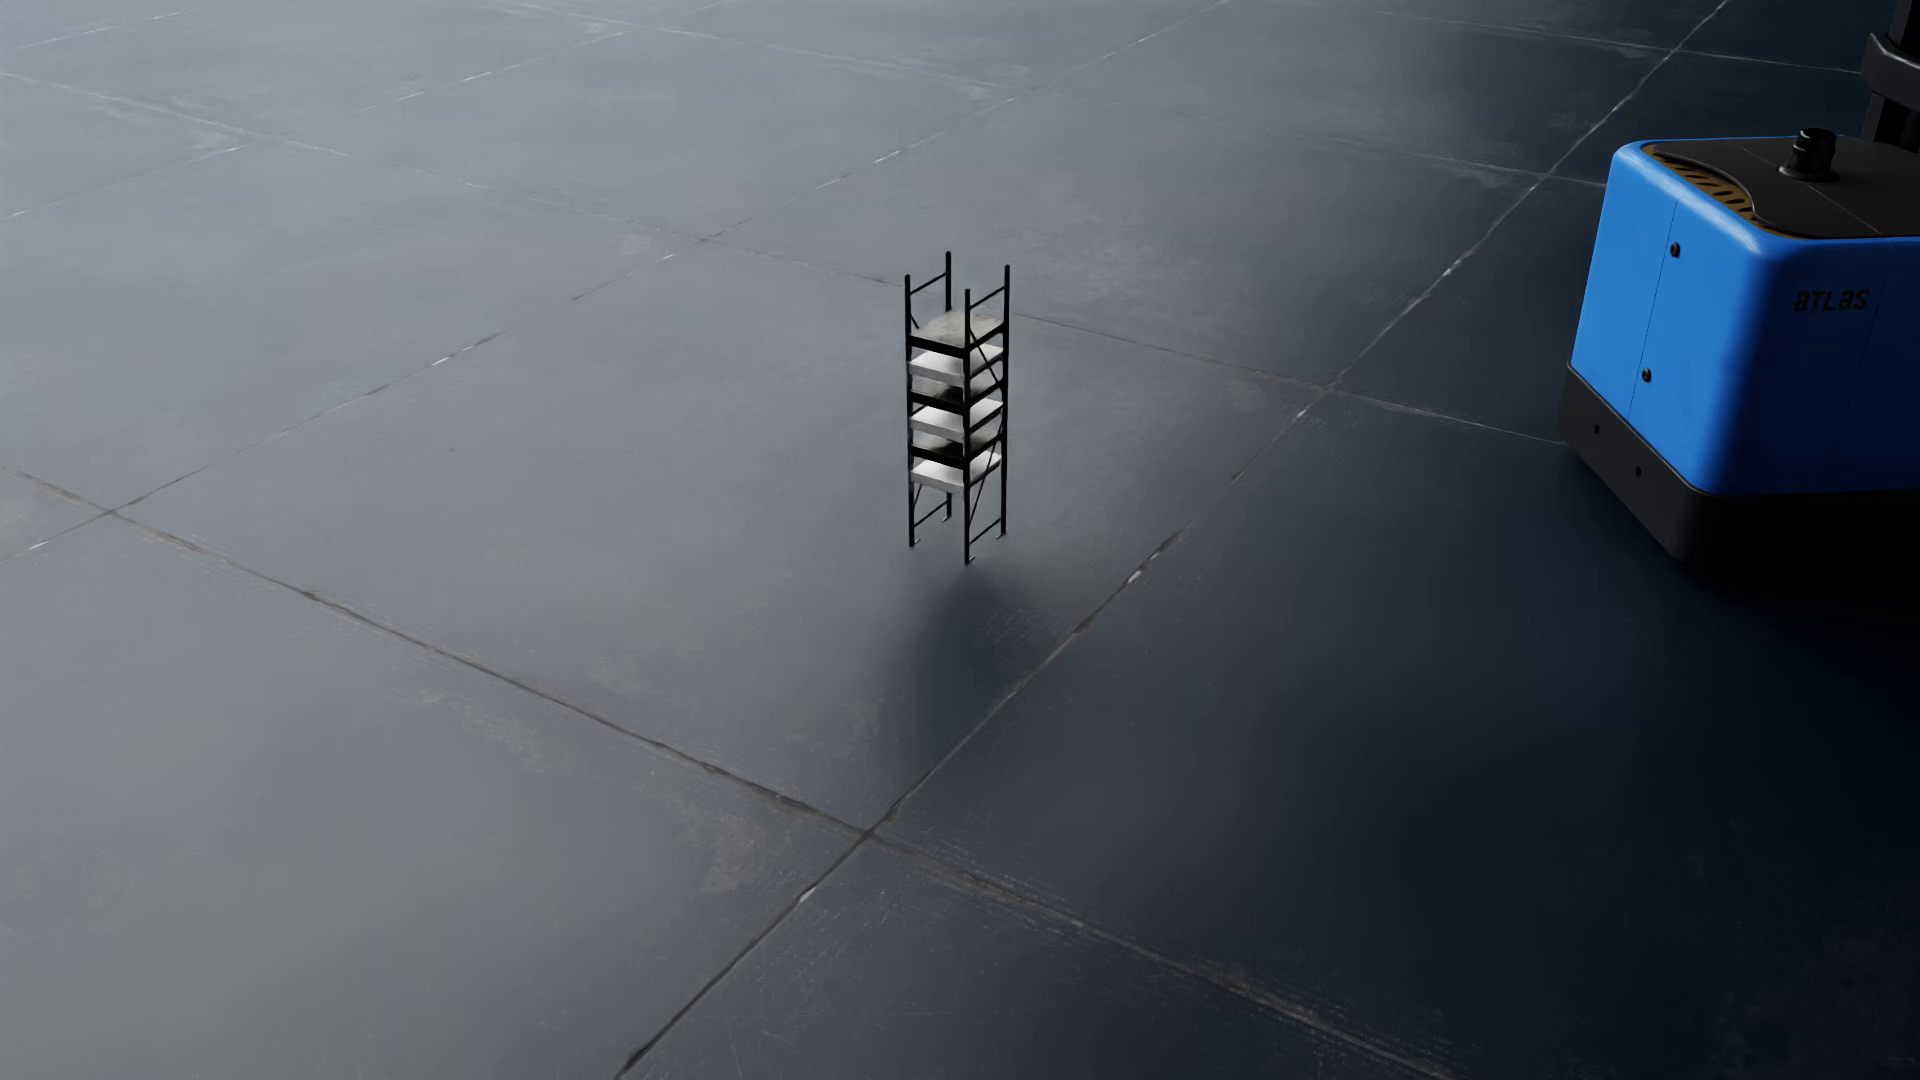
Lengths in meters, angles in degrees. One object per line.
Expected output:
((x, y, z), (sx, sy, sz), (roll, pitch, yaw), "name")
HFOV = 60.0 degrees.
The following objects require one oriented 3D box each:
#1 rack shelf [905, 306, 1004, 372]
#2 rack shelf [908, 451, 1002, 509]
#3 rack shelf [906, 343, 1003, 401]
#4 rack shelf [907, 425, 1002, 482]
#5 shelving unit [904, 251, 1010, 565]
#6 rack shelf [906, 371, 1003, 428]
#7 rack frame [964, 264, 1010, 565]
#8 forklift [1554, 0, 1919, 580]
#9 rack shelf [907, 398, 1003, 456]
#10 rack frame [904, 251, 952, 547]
((-0.007, -0.595, 4.908), (0.200, 0.077, 0.258), (18, 35, 27), "rack shelf")
((-0.007, -0.207, 5.134), (0.200, 0.077, 0.258), (18, 35, 27), "rack shelf")
((-0.007, -0.518, 4.953), (0.200, 0.077, 0.258), (18, 35, 27), "rack shelf")
((-0.007, -0.284, 5.089), (0.200, 0.077, 0.258), (18, 35, 27), "rack shelf")
((-0.007, -0.391, 5.027), (0.210, 0.900, 0.258), (18, 35, 27), "shelving unit")
((-0.007, -0.440, 4.998), (0.200, 0.077, 0.258), (18, 35, 27), "rack shelf")
((0.079, -0.364, 4.980), (0.006, 0.900, 0.240), (18, 35, 27), "rack frame")
((3.613, -1.448, 4.823), (3.031, 2.935, 1.130), (-3, 30, -5), "forklift")
((-0.007, -0.362, 5.044), (0.200, 0.077, 0.258), (18, 35, 27), "rack shelf")
((-0.093, -0.418, 5.074), (0.006, 0.900, 0.240), (18, 35, 27), "rack frame")
